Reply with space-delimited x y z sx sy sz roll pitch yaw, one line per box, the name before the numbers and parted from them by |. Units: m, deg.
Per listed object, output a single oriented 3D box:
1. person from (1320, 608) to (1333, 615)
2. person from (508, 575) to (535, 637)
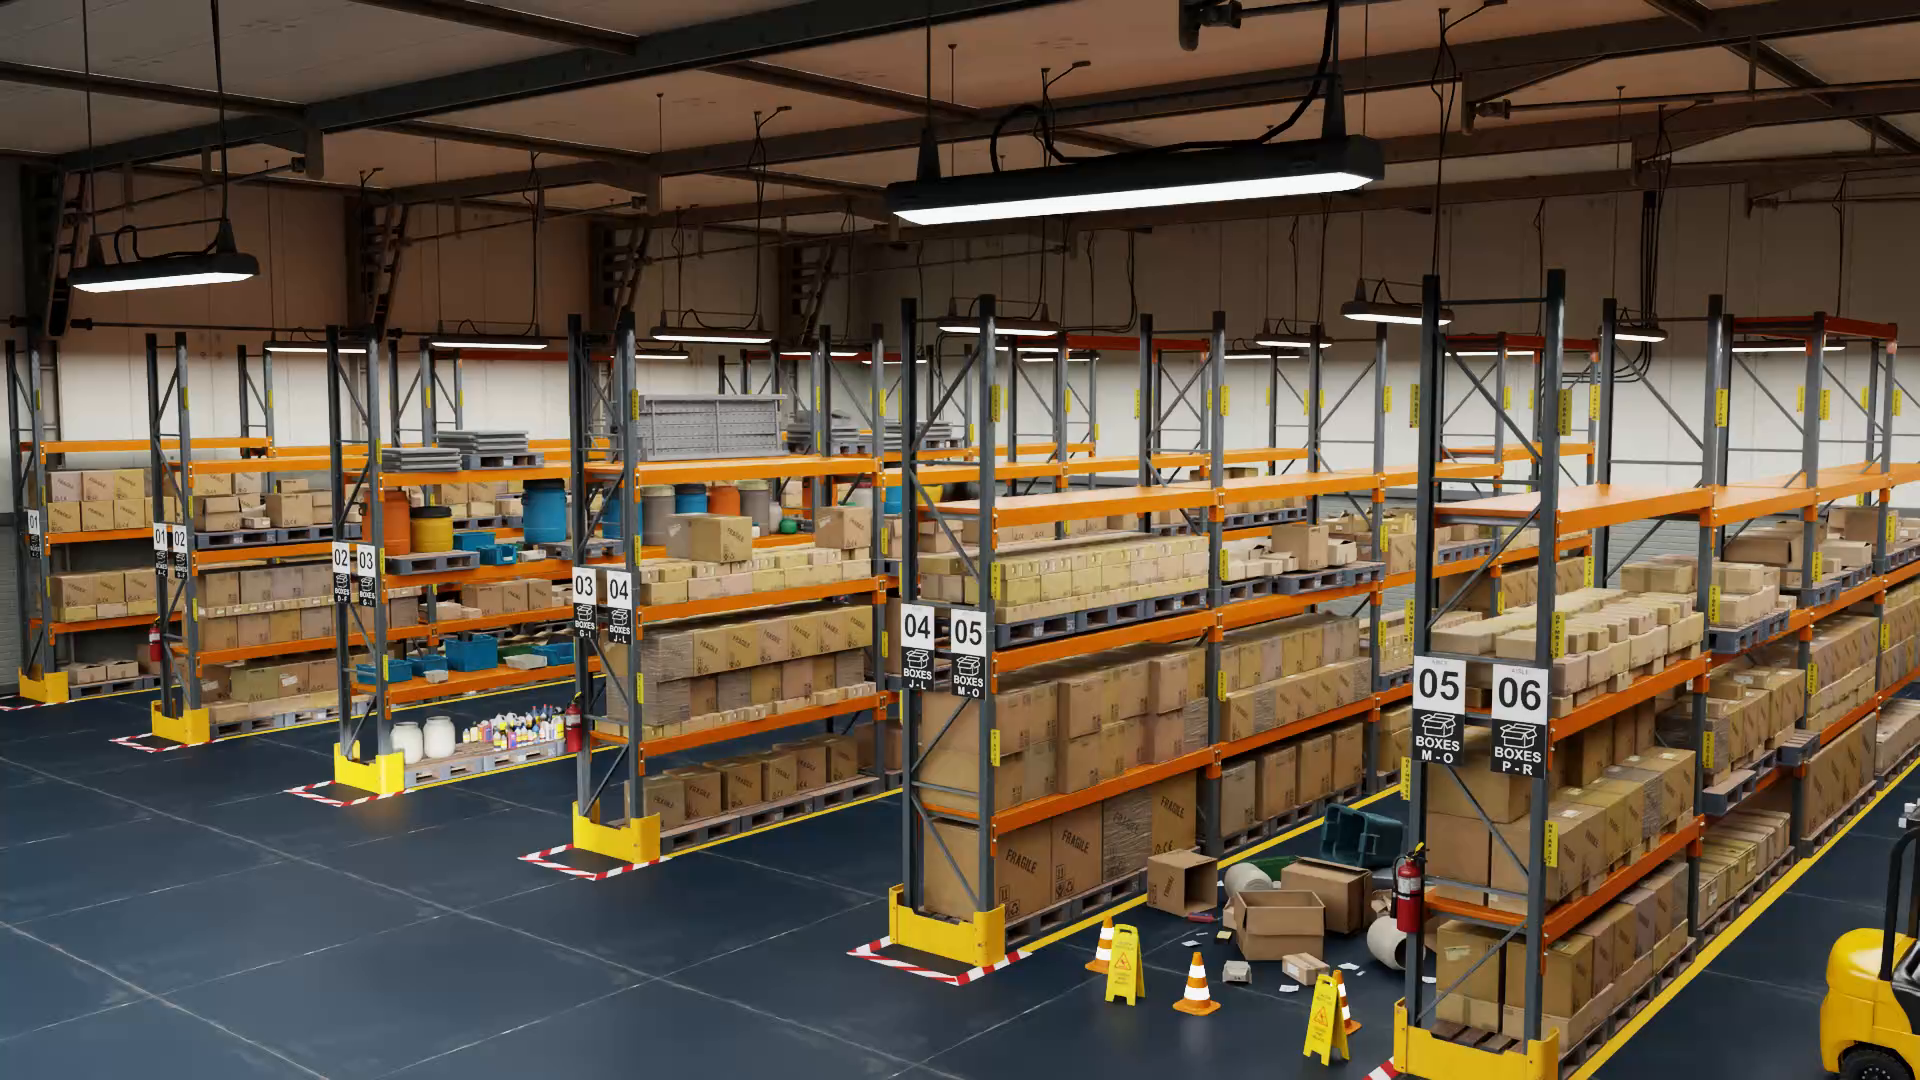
person | 6.132 1.917 27.602 0.544 1.589 0.648 5 7 43
person | -8.330 1.515 31.560 0.566 1.700 0.475 -1 5 -10
